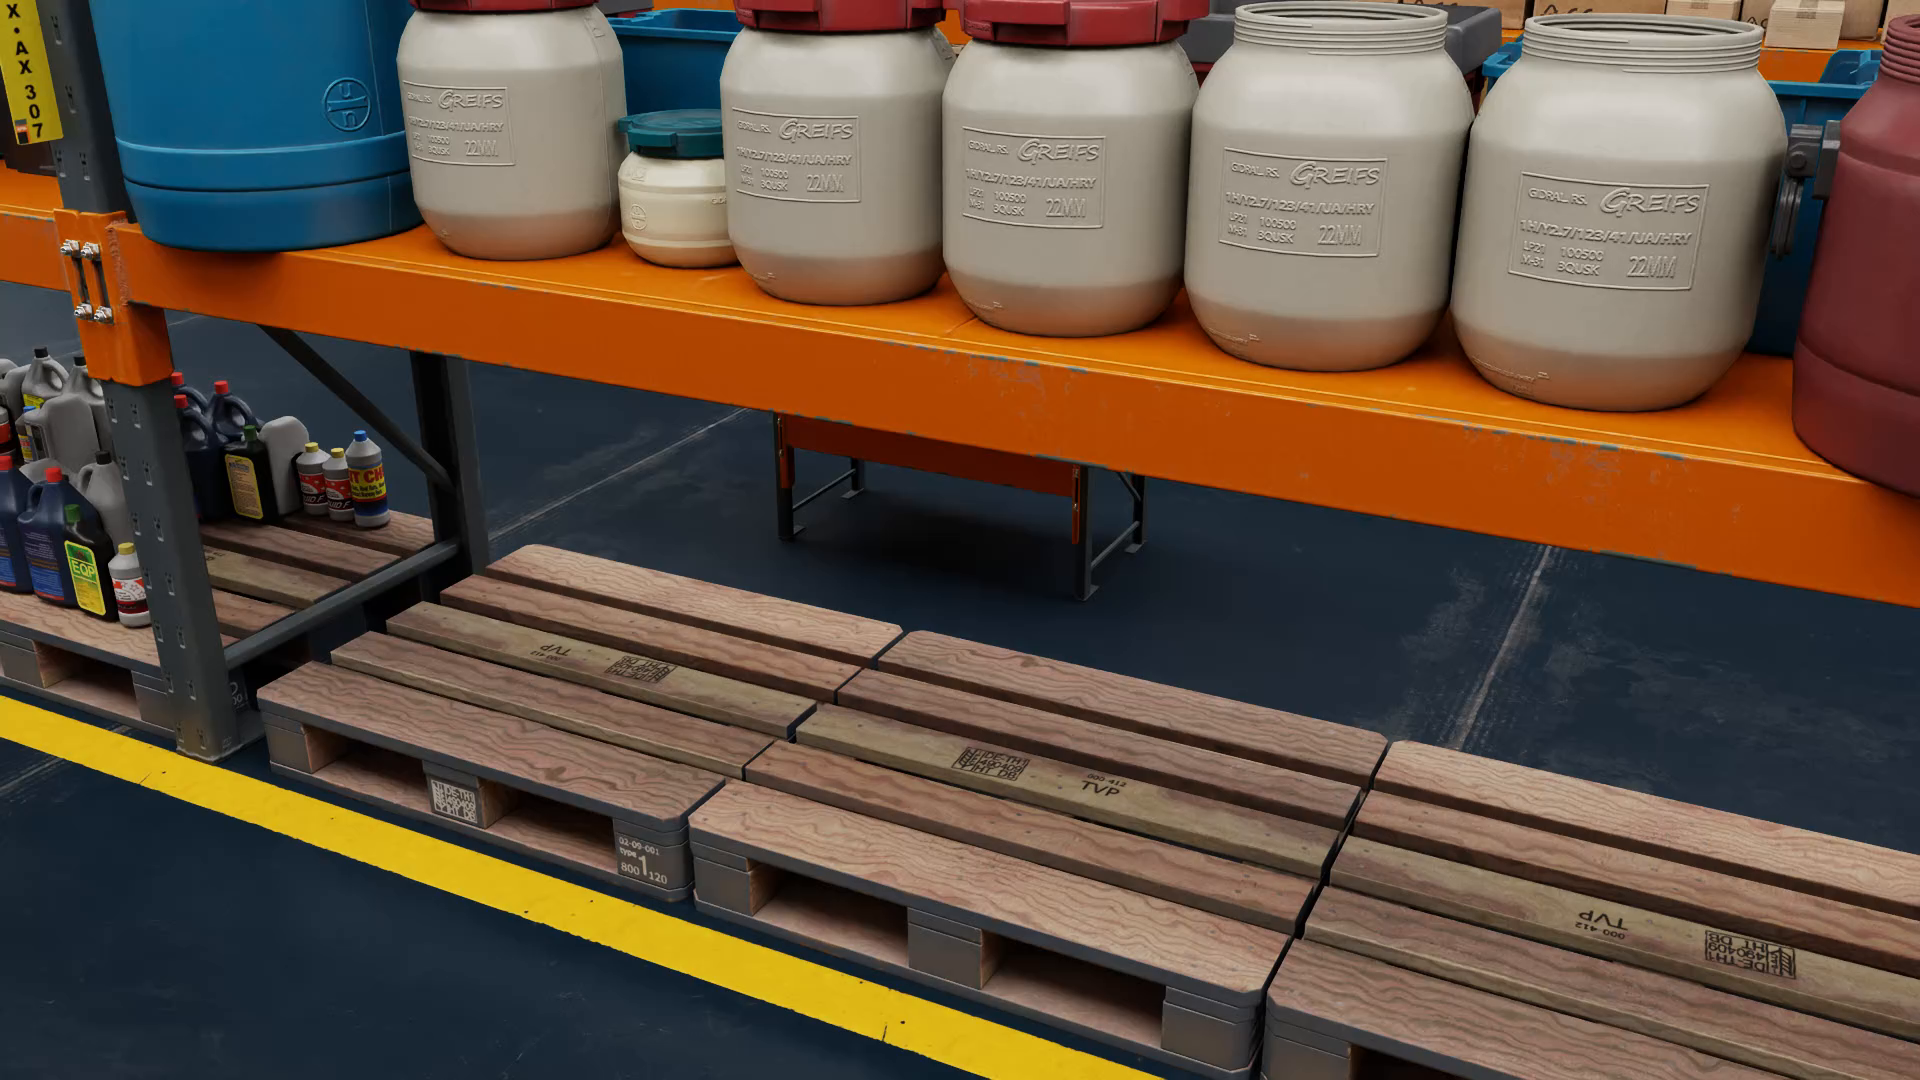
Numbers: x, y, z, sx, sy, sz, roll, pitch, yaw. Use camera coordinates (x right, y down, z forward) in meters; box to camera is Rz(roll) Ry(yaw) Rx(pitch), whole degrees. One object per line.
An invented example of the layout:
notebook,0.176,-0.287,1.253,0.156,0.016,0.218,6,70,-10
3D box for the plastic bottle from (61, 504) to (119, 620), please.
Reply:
plastic bottle,-2.192,0.054,4.200,0.133,0.283,0.061,13,26,27

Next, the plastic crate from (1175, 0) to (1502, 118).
plastic crate,0.652,-0.740,3.075,0.583,0.464,0.402,11,25,25

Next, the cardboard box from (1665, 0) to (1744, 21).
cardboard box,3.030,-2.137,6.764,0.250,0.149,0.380,13,26,28

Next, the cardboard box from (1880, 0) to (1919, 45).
cardboard box,3.889,-2.086,6.436,0.500,0.311,0.500,13,26,28

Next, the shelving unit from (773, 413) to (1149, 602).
shelving unit,0.006,-0.516,5.027,1.048,1.125,0.538,11,25,25

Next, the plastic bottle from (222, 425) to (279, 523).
plastic bottle,-2.049,-0.196,4.788,0.133,0.283,0.061,11,25,25

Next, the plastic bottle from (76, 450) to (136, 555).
plastic bottle,-2.254,-0.071,4.407,0.185,0.351,0.144,11,25,25

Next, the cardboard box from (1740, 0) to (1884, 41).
cardboard box,3.483,-2.232,6.779,0.500,0.311,0.500,11,25,24

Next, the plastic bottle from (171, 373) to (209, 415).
plastic bottle,-2.316,-0.329,5.012,0.185,0.351,0.144,10,25,22

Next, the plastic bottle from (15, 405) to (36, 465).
plastic bottle,-2.876,-0.318,5.178,0.097,0.201,0.097,0,23,0

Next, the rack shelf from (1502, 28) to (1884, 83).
rack shelf,2.409,-2.069,7.202,4.000,0.370,1.077,11,25,25

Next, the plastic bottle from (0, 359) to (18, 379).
plastic bottle,-3.134,-0.454,5.404,0.135,0.276,0.152,11,26,25

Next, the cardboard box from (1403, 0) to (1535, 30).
cardboard box,2.219,-2.477,7.113,0.500,0.500,0.500,11,25,25

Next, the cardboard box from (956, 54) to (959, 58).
cardboard box,-0.098,-2.303,8.852,0.500,0.500,0.500,11,25,25

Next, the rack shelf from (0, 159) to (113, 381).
rack shelf,-3.399,-1.046,4.797,4.000,0.370,1.077,11,25,25

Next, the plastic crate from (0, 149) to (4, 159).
plastic crate,-2.724,-1.056,4.091,0.616,0.251,0.499,11,25,25

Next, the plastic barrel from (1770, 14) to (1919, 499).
plastic barrel,1.405,-0.357,2.082,0.708,0.536,0.600,11,25,25

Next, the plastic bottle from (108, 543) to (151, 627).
plastic bottle,-2.078,0.106,4.182,0.097,0.201,0.097,0,23,0

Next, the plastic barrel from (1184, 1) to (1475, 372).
plastic barrel,0.565,-0.551,2.570,0.421,0.512,0.421,0,23,0

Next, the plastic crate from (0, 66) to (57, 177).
plastic crate,-2.024,-1.133,4.160,0.504,0.338,0.767,11,25,25

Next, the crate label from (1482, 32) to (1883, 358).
crate label,1.191,-0.604,2.793,0.616,0.435,0.502,11,25,25

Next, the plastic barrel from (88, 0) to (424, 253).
plastic barrel,-1.406,-1.081,3.318,0.708,0.901,0.600,11,25,25

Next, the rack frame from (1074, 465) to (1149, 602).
rack frame,0.460,-0.427,4.816,0.032,1.125,0.500,11,25,25

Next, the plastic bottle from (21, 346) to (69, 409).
plastic bottle,-2.861,-0.436,5.266,0.185,0.351,0.144,12,26,27

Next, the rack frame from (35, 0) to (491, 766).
rack frame,-1.614,-1.024,3.826,0.127,3.000,1.000,11,25,25

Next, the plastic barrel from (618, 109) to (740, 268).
plastic barrel,-0.502,-0.673,3.177,0.301,0.262,0.301,0,23,0

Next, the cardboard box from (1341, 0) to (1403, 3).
cardboard box,1.772,-2.565,7.321,0.500,0.500,0.500,13,26,28

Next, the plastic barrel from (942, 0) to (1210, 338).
plastic barrel,0.182,-0.635,2.737,0.433,0.535,0.433,0,23,0

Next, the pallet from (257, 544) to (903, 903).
pallet,-0.896,0.384,4.077,1.213,0.211,1.003,11,25,25

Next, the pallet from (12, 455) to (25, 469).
pallet,-3.287,-0.089,5.190,1.213,0.211,1.003,11,25,25

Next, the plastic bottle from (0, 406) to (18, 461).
plastic bottle,-3.050,-0.349,5.251,0.097,0.201,0.097,0,23,0

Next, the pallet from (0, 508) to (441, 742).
pallet,-2.195,0.126,4.684,1.213,0.211,1.003,11,25,25

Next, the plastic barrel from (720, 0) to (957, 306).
plastic barrel,-0.204,-0.712,2.917,0.433,0.535,0.433,0,23,0

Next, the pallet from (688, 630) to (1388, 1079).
pallet,0.197,0.599,3.572,1.213,0.211,1.003,11,25,25

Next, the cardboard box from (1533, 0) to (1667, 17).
cardboard box,2.689,-2.384,6.895,0.500,0.500,0.500,10,25,22

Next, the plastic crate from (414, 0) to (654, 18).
plastic crate,-1.044,-1.075,3.863,0.583,0.464,0.402,11,25,25

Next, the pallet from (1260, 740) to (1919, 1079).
pallet,1.282,0.815,3.064,1.213,0.211,1.003,11,25,25

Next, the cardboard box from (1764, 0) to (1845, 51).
cardboard box,3.267,-1.994,6.427,0.250,0.149,0.380,11,25,25

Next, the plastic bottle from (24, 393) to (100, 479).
plastic bottle,-2.739,-0.313,5.071,0.135,0.276,0.152,11,25,25

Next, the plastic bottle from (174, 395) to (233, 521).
plastic bottle,-2.212,-0.245,4.816,0.185,0.351,0.144,11,25,25

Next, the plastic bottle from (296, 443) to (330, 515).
plastic bottle,-1.882,-0.184,4.864,0.097,0.201,0.097,0,23,0

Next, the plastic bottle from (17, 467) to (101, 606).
plastic bottle,-2.319,-0.021,4.289,0.185,0.351,0.144,10,25,23

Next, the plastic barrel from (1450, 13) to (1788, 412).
plastic barrel,0.941,-0.476,2.395,0.421,0.512,0.421,0,23,0

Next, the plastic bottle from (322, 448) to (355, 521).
plastic bottle,-1.791,-0.166,4.822,0.097,0.201,0.097,0,23,0

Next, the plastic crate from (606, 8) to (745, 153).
plastic crate,-0.489,-0.931,3.626,0.575,0.384,0.392,11,25,25

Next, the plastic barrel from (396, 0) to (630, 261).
plastic barrel,-0.859,-0.841,3.222,0.433,0.535,0.433,0,23,0

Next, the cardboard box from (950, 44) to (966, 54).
cardboard box,-0.137,-4.002,13.702,0.500,0.311,0.500,8,24,19

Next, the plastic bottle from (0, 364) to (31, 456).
plastic bottle,-3.011,-0.430,5.346,0.135,0.276,0.152,10,25,23

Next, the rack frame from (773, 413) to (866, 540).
rack frame,-0.448,-0.606,5.238,0.032,1.125,0.500,11,25,25

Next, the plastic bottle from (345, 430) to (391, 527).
plastic bottle,-1.701,-0.181,4.766,0.097,0.271,0.097,0,23,0

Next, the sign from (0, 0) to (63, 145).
sign,-1.872,-0.961,3.324,0.005,0.325,0.100,11,25,25

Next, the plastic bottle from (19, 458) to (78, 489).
plastic bottle,-2.446,-0.076,4.515,0.135,0.276,0.152,11,25,25

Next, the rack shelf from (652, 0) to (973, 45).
rack shelf,-1.161,-2.776,8.863,4.000,0.370,1.077,11,25,25

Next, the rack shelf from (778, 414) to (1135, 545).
rack shelf,0.006,-0.291,5.123,1.000,0.278,0.538,11,25,25

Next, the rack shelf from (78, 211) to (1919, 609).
rack shelf,0.171,-0.340,3.136,4.000,0.370,1.077,11,25,25

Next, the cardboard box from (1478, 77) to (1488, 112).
cardboard box,4.004,-3.339,11.900,0.500,0.500,0.700,11,25,24

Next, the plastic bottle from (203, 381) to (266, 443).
plastic bottle,-2.147,-0.295,4.934,0.185,0.351,0.144,12,26,26

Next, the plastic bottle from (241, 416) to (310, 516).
plastic bottle,-2.002,-0.230,4.877,0.135,0.276,0.152,12,26,26

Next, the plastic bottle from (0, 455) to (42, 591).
plastic bottle,-2.490,-0.055,4.368,0.185,0.351,0.144,10,25,22

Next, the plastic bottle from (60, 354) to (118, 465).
plastic bottle,-2.695,-0.404,5.189,0.185,0.351,0.144,11,25,24
